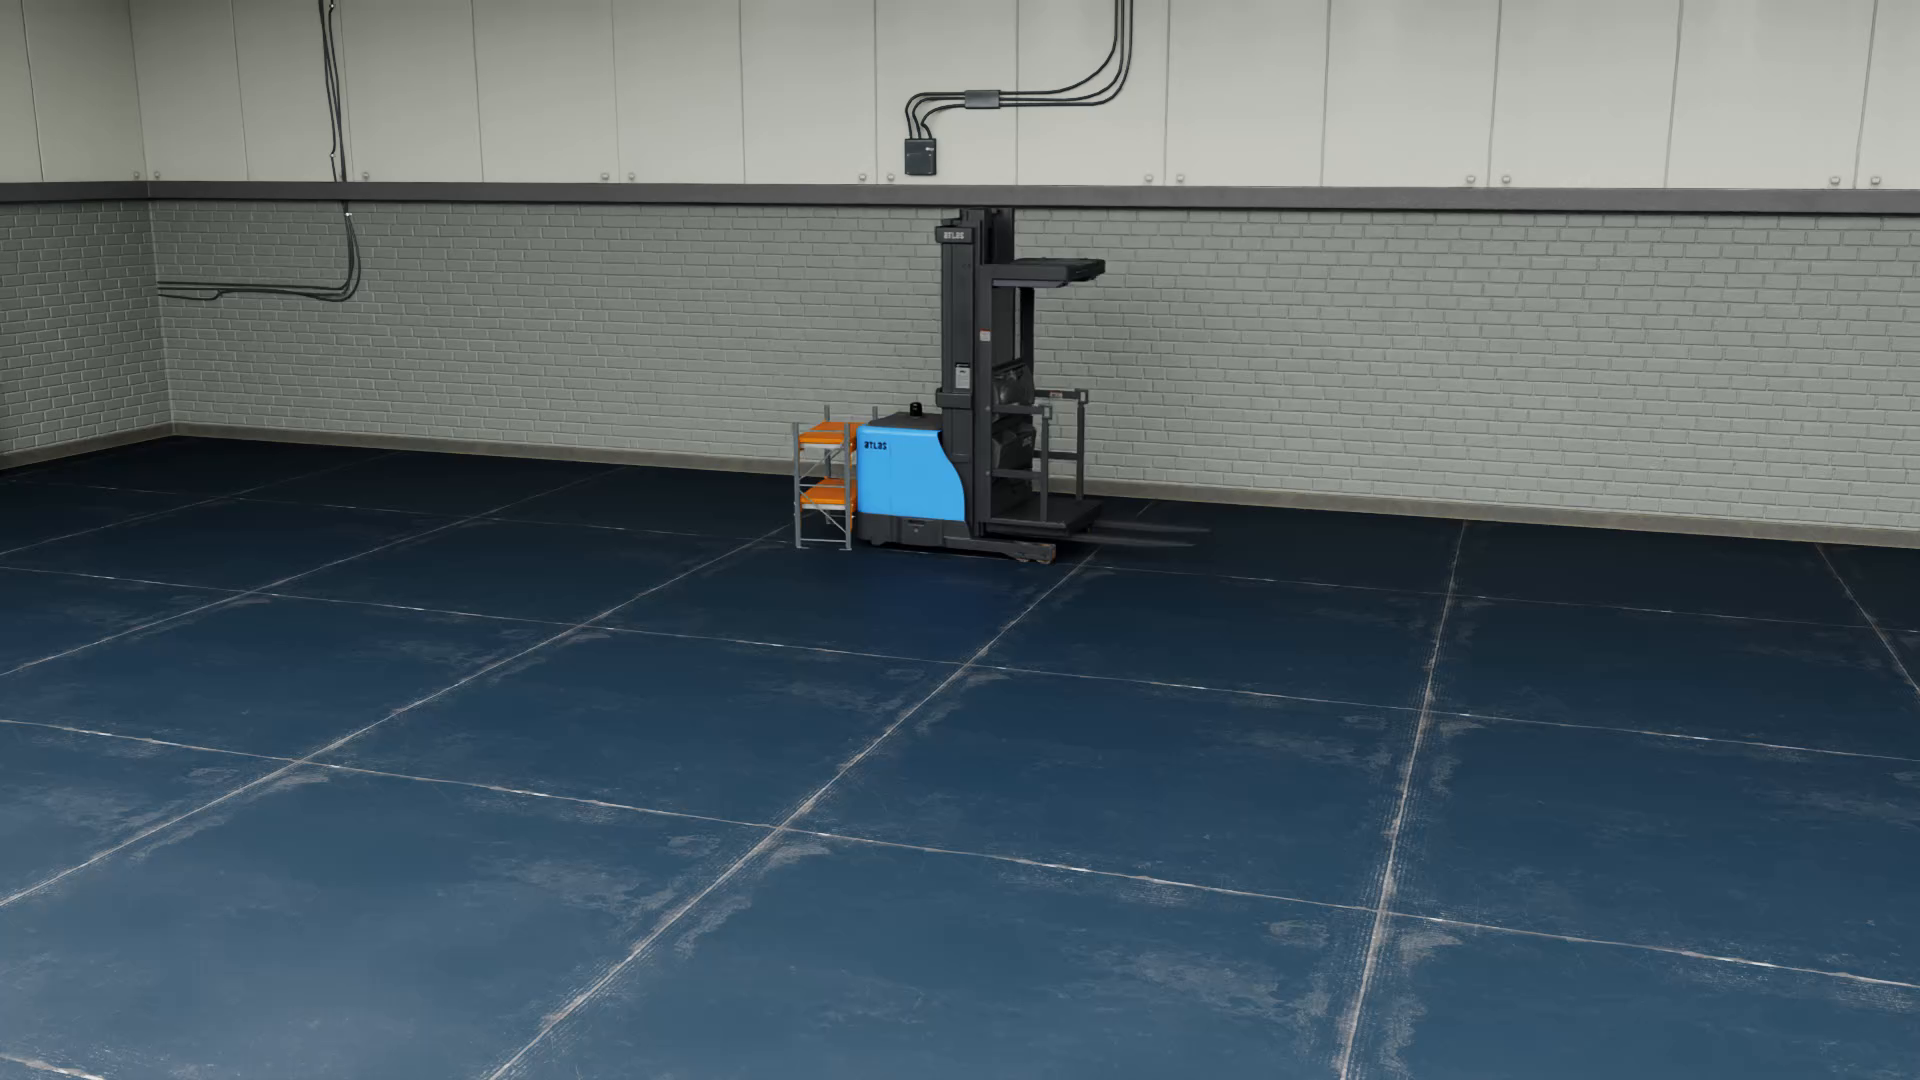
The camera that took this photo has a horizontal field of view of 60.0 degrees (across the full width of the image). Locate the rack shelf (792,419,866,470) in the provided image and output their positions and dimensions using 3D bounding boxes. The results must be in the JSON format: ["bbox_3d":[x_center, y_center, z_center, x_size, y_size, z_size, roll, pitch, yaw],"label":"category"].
[{"bbox_3d":[-1.106,-0.867,14.942,0.538,0.278,1.000,2,13,11],"label":"rack shelf"}]

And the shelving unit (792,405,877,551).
[{"bbox_3d":[-1.106,-0.581,15.007,0.538,1.125,1.048,2,13,11],"label":"shelving unit"}]

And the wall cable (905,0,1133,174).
[{"bbox_3d":[0.542,-6.557,15.852,2.305,6.003,0.169,4,14,18],"label":"wall cable"}]

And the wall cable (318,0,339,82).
[{"bbox_3d":[-5.876,-6.340,18.170,3.097,2.526,0.112,4,14,18],"label":"wall cable"}]

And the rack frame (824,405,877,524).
[{"bbox_3d":[-1.011,-0.692,15.494,0.500,1.125,0.032,2,13,11],"label":"rack frame"}]

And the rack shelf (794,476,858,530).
[{"bbox_3d":[-1.106,-0.343,15.061,0.538,0.278,1.000,2,13,11],"label":"rack shelf"}]

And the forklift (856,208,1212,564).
[{"bbox_3d":[0.647,-1.357,14.345,3.031,2.935,1.130,5,14,21],"label":"forklift"}]

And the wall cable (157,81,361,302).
[{"bbox_3d":[-8.435,-4.072,19.585,3.097,2.526,0.112,4,14,18],"label":"wall cable"}]

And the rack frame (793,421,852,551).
[{"bbox_3d":[-1.202,-0.470,14.520,0.500,1.125,0.032,2,13,11],"label":"rack frame"}]
